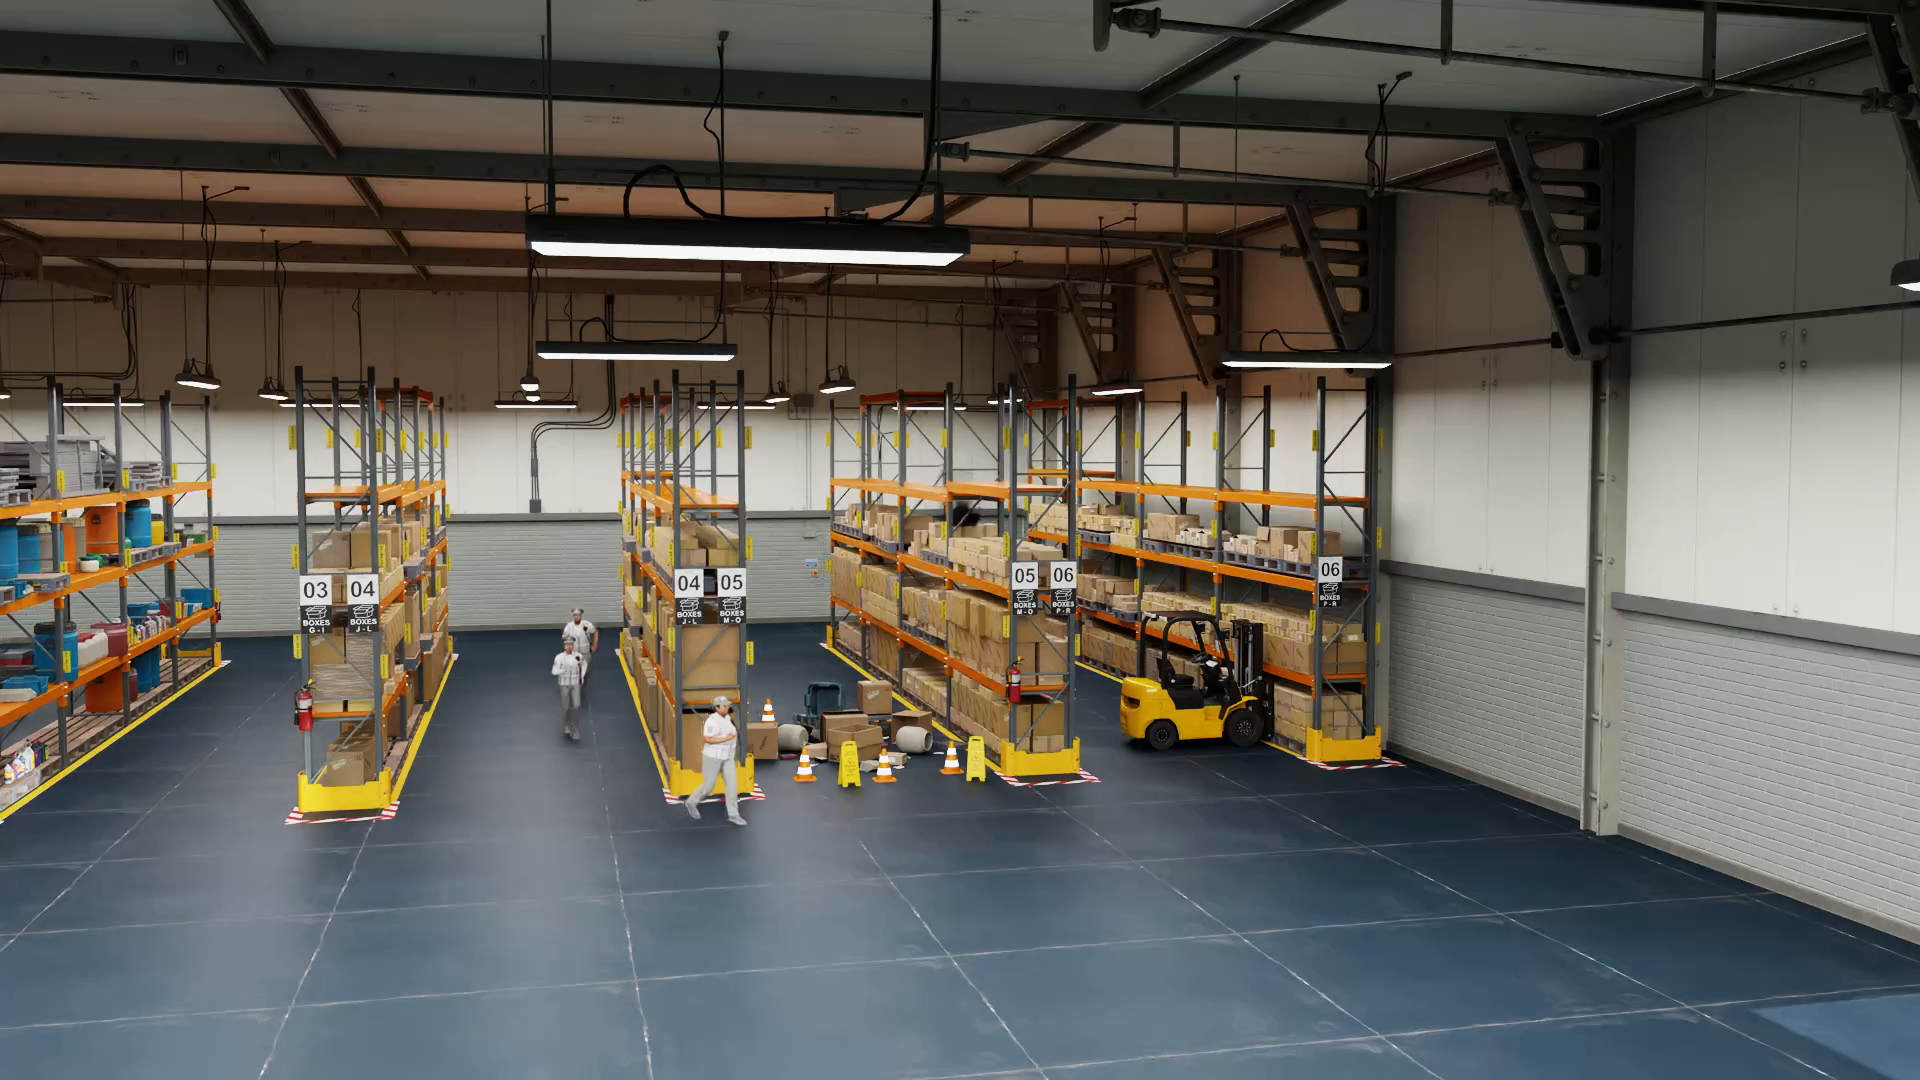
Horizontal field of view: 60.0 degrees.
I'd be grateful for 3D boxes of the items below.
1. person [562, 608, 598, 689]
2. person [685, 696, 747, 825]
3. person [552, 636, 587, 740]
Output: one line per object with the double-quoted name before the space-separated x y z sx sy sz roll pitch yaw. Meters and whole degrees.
"person" -7.456 2.191 32.645 0.688 1.744 0.660 -1 3 -10
"person" -3.151 2.852 21.681 0.936 1.657 0.615 2 4 34
"person" -6.567 2.483 28.024 0.594 1.745 0.712 -1 4 -16
